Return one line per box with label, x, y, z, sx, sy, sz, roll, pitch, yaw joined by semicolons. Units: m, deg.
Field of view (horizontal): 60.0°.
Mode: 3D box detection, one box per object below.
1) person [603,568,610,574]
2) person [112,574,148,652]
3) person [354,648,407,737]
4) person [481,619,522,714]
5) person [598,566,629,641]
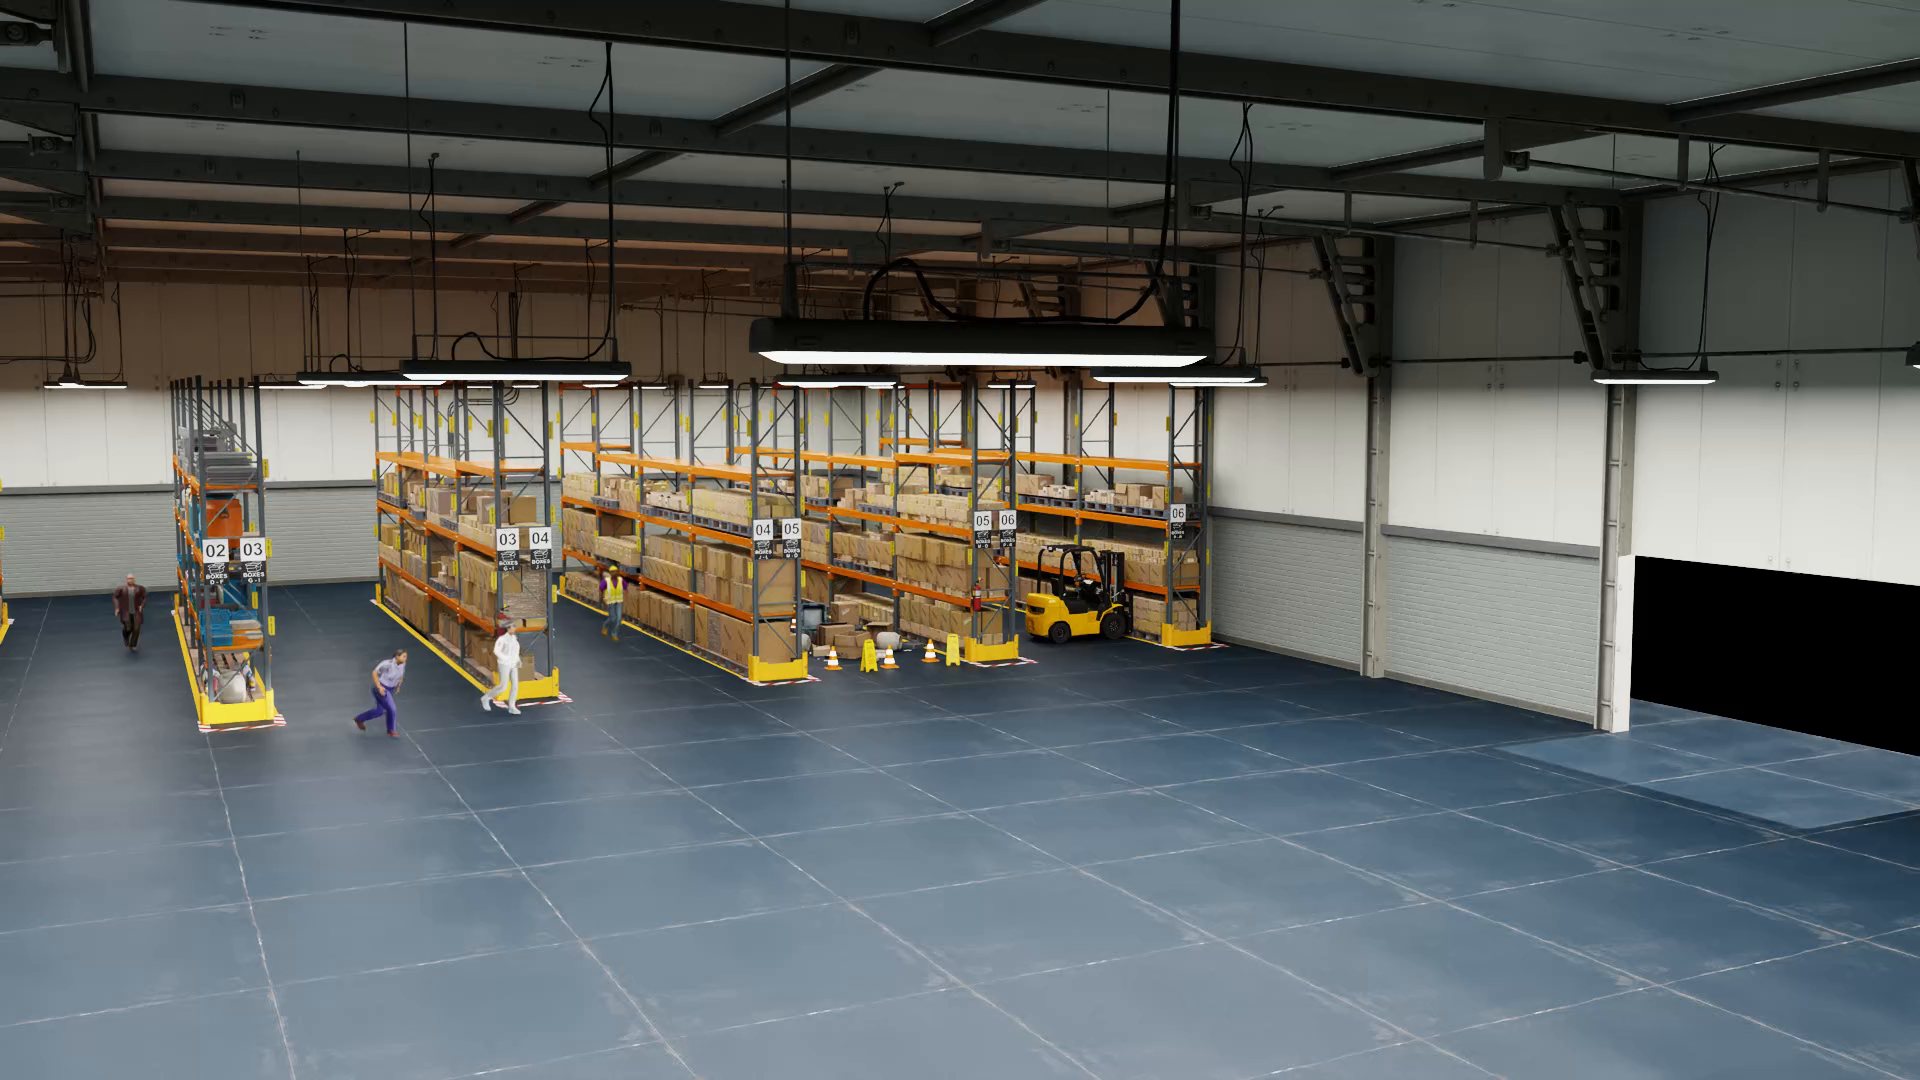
person;-10.325;0.553;48.926;0.494;1.643;0.561;-3;6;-28
person;-18.292;1.604;36.701;0.696;1.728;0.669;-3;6;-33
person;-9.673;2.546;27.775;1.020;1.492;0.617;2;5;17
person;-8.104;2.248;29.784;0.781;1.659;0.681;2;5;20
person;-7.981;1.454;38.404;0.691;1.734;0.632;-3;6;-28
